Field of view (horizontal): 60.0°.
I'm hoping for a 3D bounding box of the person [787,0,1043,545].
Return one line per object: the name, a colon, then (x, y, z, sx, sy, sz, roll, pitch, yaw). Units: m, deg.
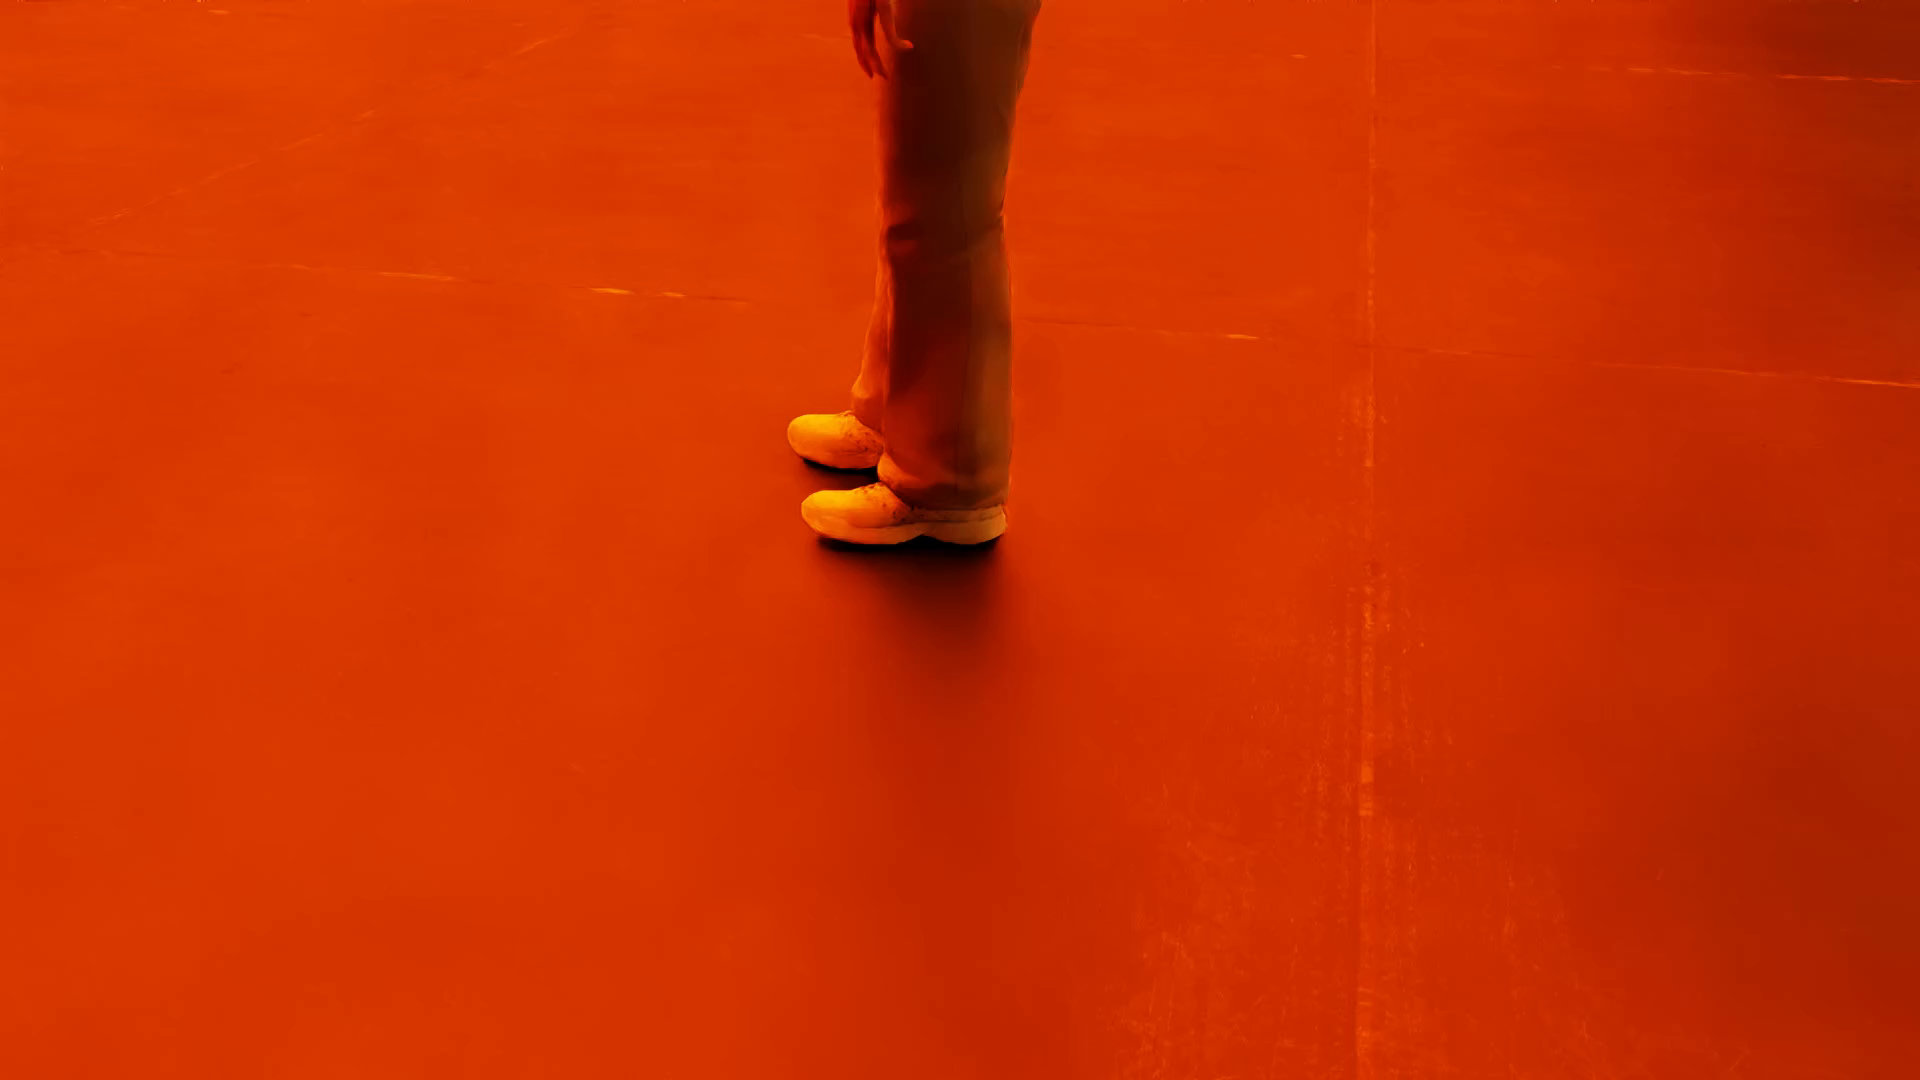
person: (-0.069, -0.768, 2.145, 0.548, 1.674, 0.550, 6, 27, 11)
